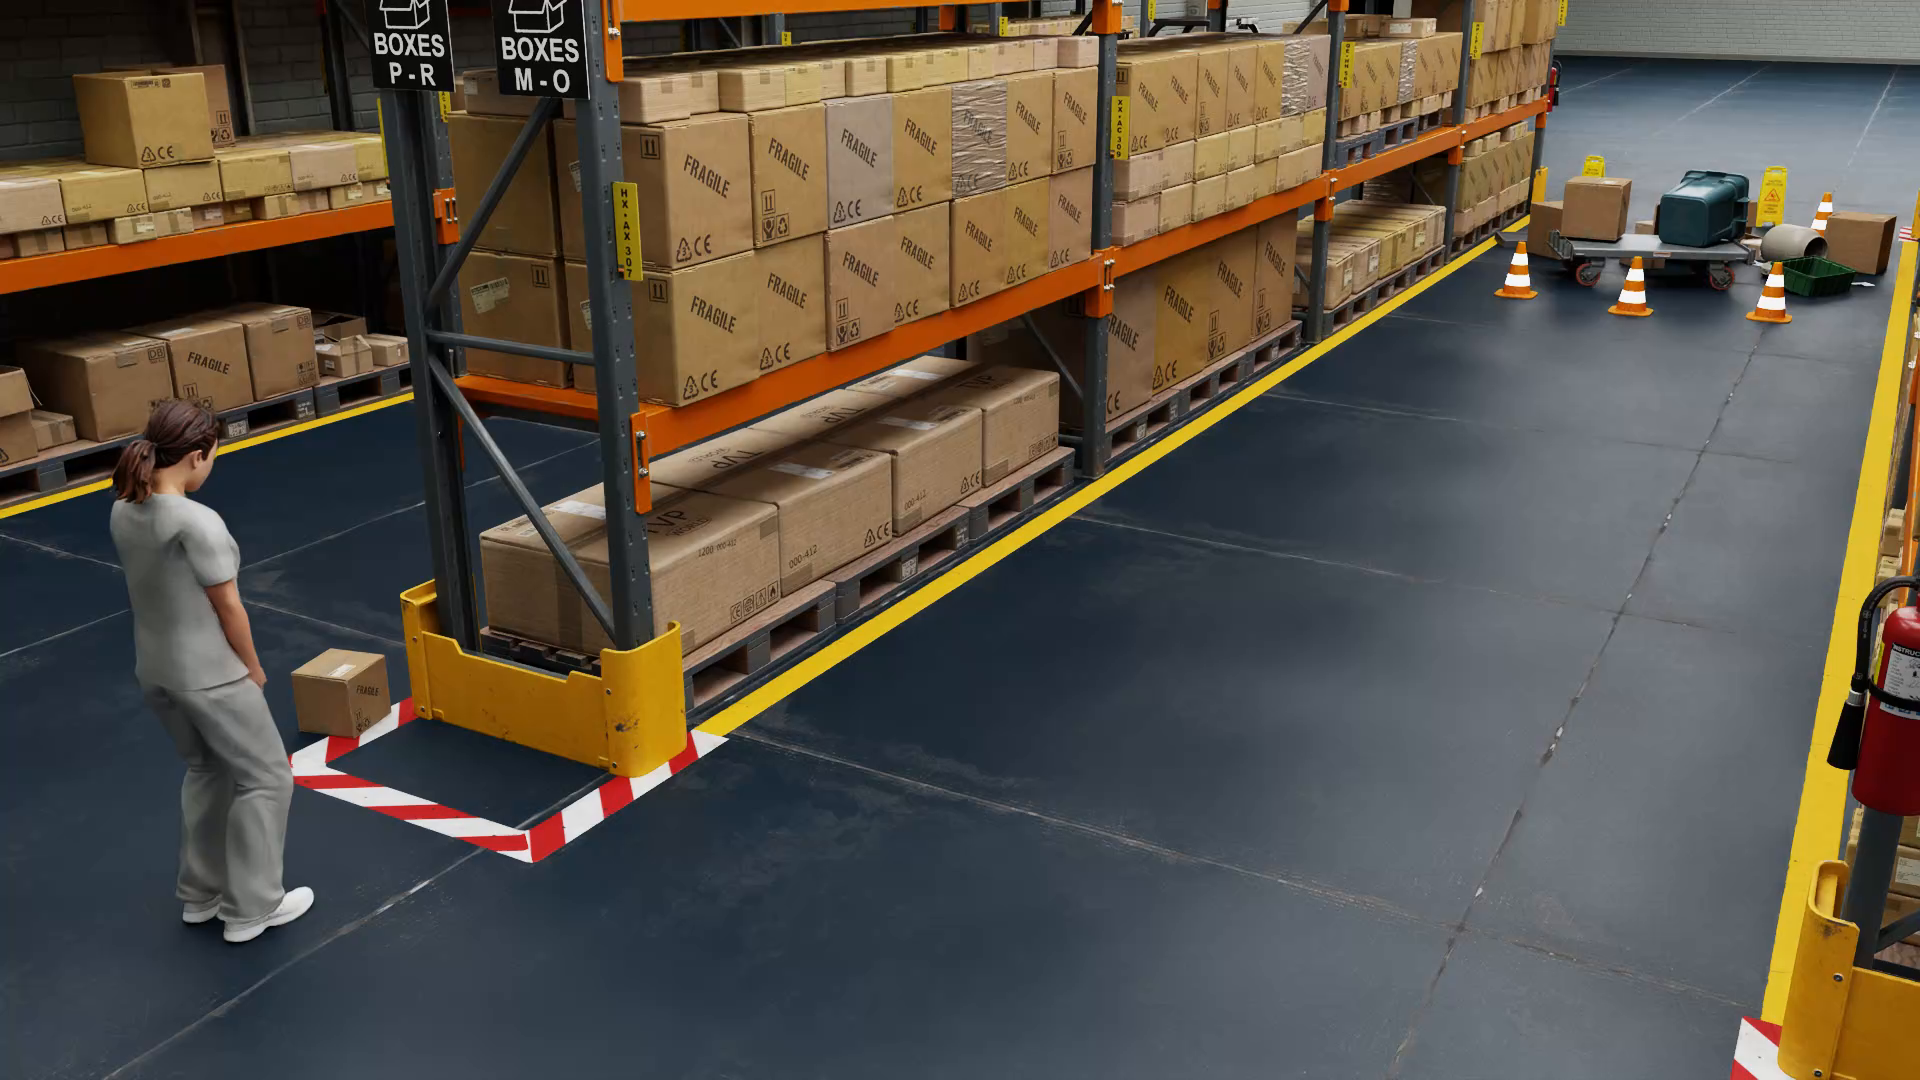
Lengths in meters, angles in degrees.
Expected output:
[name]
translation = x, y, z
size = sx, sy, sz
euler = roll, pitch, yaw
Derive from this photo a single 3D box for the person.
[person]
translation = -2.278, 0.399, 4.994
size = 0.453, 1.652, 0.347
euler = 11, 22, 29
